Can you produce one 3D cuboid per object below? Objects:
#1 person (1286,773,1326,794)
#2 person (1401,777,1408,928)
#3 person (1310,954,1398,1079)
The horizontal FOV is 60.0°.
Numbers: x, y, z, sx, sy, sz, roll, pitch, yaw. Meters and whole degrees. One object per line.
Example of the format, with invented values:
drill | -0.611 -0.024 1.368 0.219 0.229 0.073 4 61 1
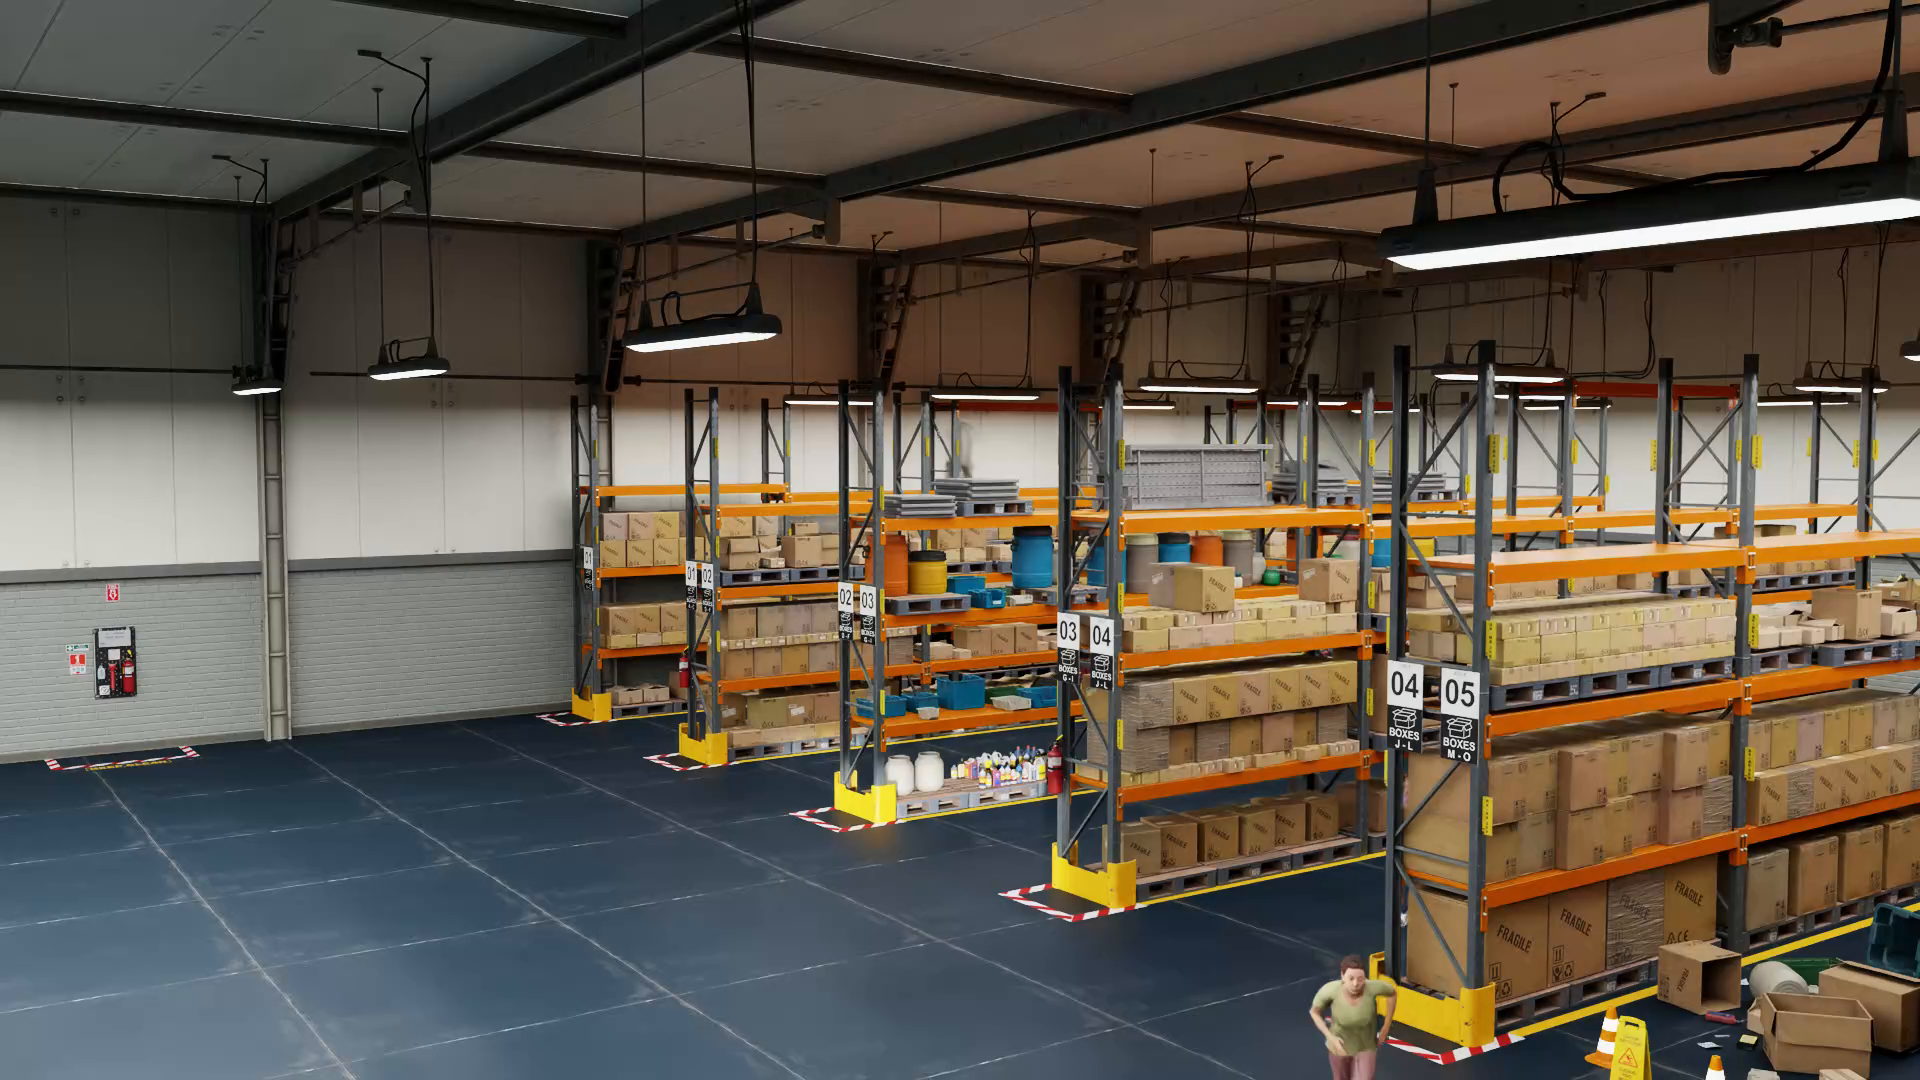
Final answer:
person | 4.864 2.994 23.571 0.963 1.614 0.616 -2 4 -30
person | 4.949 3.309 17.963 0.537 1.586 0.970 3 4 40
person | 2.799 3.668 11.900 0.614 1.625 1.003 0 3 7
